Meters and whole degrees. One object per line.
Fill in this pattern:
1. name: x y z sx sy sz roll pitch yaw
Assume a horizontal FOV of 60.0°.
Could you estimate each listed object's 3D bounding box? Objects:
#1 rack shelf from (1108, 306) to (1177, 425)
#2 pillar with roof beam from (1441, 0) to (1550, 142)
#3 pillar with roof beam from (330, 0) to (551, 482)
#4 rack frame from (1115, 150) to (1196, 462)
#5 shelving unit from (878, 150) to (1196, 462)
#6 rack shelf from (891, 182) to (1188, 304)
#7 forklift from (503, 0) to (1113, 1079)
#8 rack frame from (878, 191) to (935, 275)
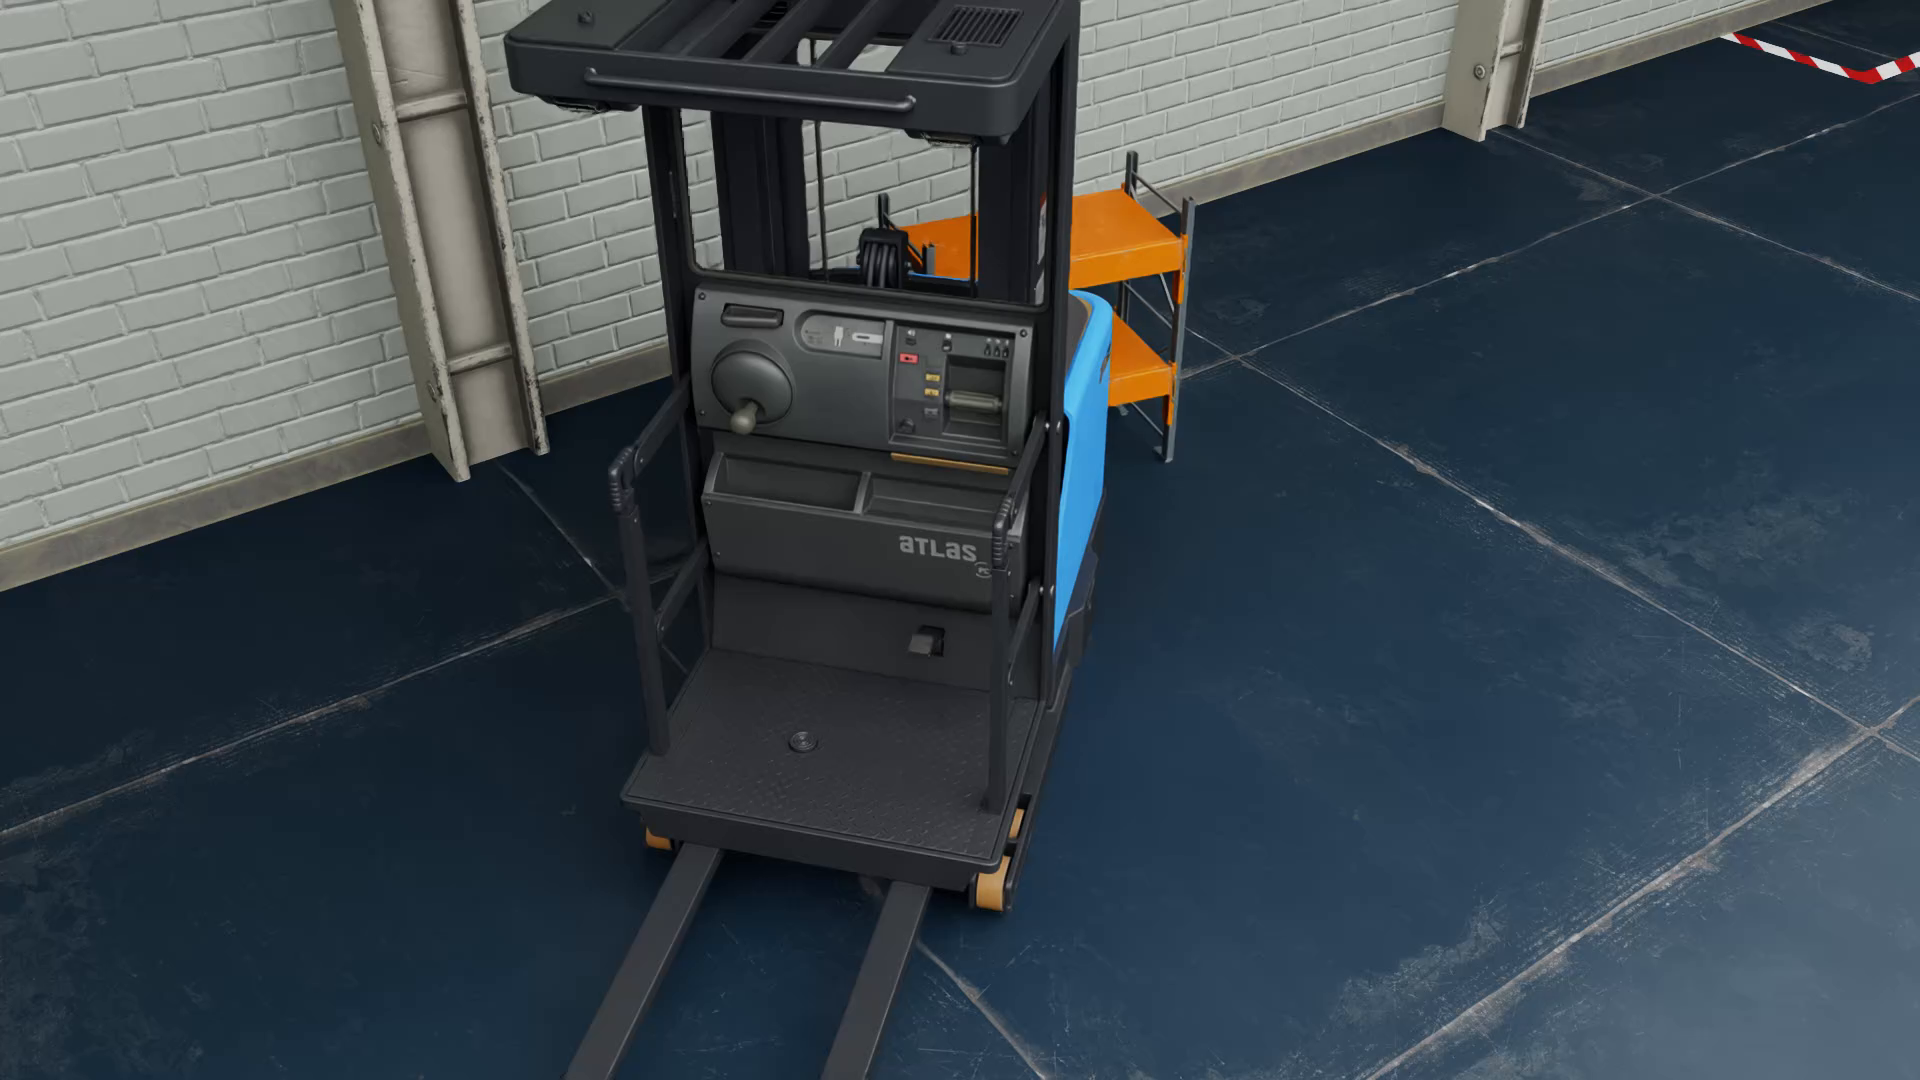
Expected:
1. rack shelf: 0.278 -0.599 6.538 1.000 0.278 0.538 -13 38 -18
2. pillar with roof beam: 5.474 -3.983 4.080 0.400 9.000 9.100 -22 41 -28
3. pillar with roof beam: 0.569 -1.964 1.274 0.400 9.000 9.100 -22 41 -28
4. rack frame: 0.750 -0.909 6.550 0.032 1.125 0.500 -13 38 -18
5. shelving unit: 0.278 -0.798 6.396 1.048 1.125 0.538 -13 38 -18
6. rack shelf: 0.278 -1.035 6.225 1.000 0.278 0.538 -13 38 -18
7. forklift: -0.318 -0.375 4.261 1.130 2.935 3.031 8 36 11
8. rack frame: -0.193 -0.687 6.241 0.032 1.125 0.500 -13 38 -18
